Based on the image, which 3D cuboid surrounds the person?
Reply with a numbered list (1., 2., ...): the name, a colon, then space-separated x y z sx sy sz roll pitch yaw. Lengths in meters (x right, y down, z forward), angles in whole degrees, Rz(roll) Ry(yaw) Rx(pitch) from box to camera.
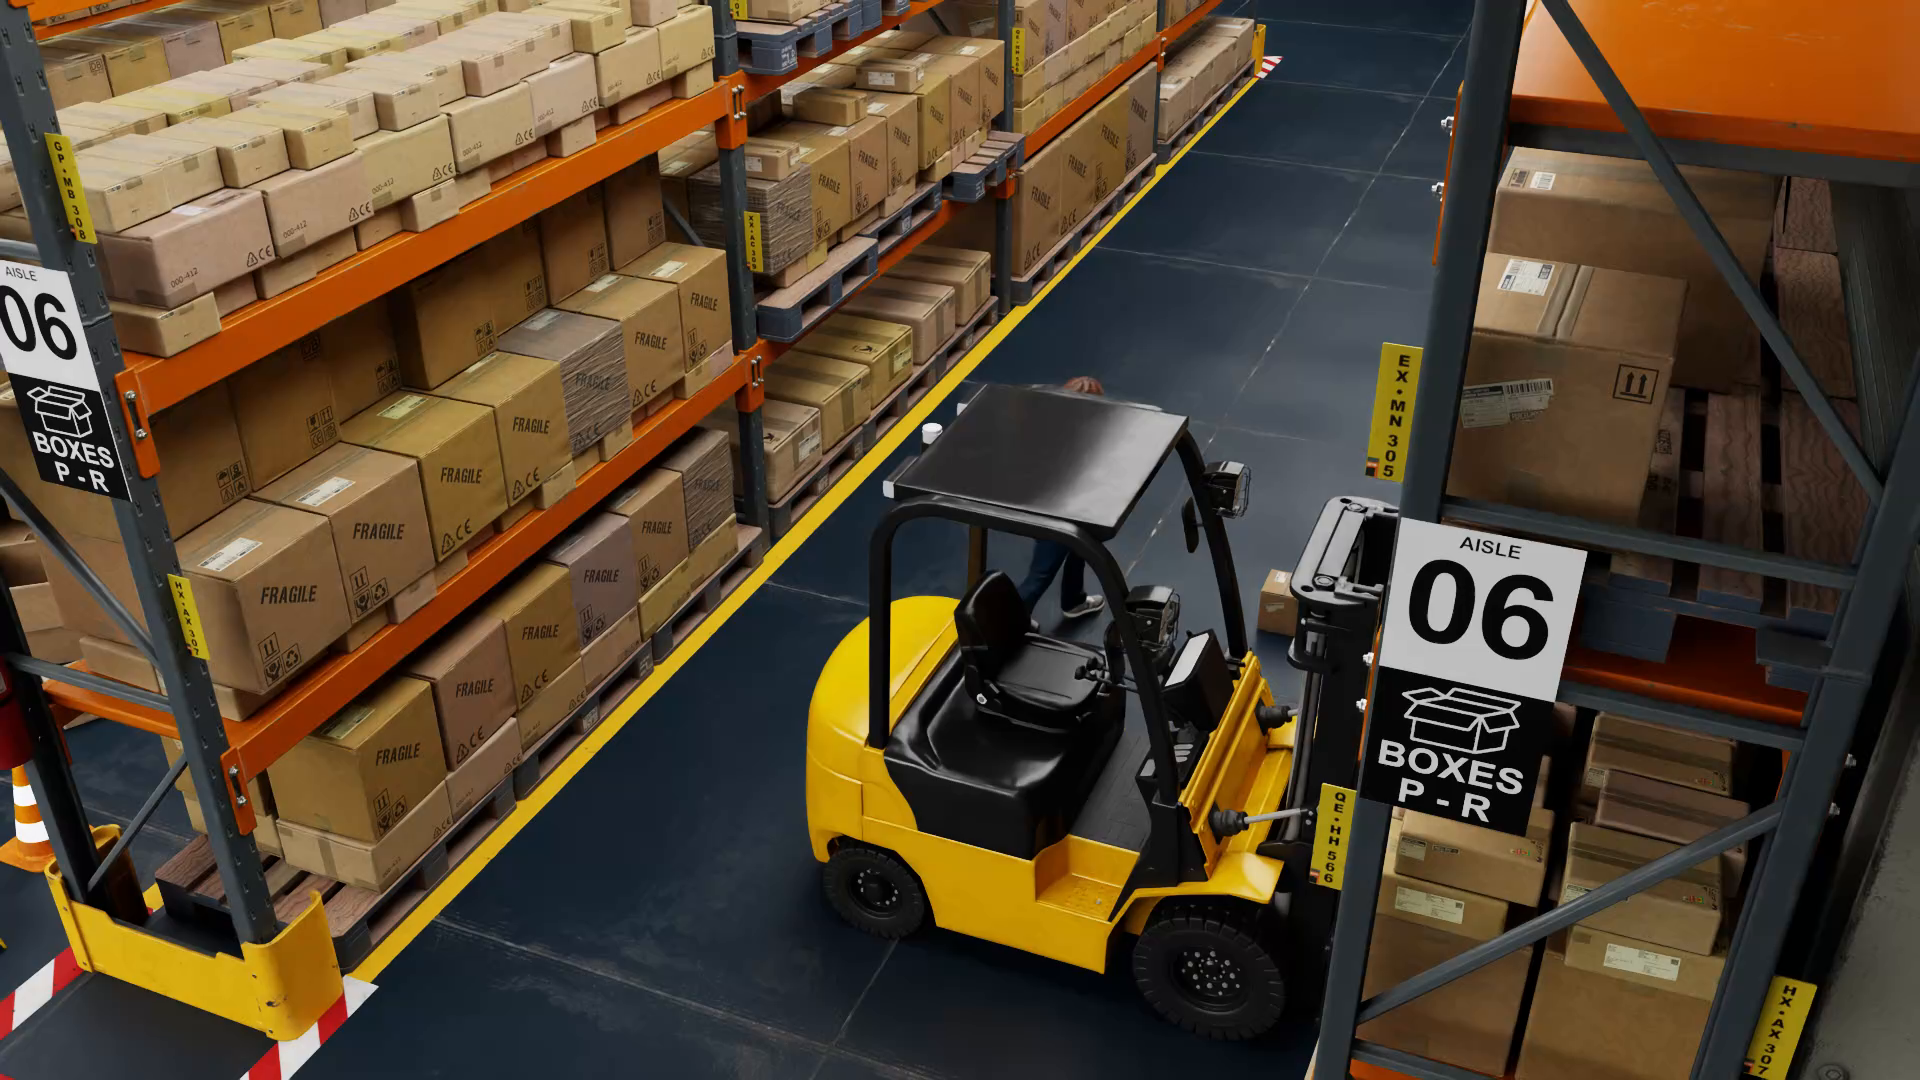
1. person: 0.509 -0.144 8.665 0.731 1.540 0.529 -7 31 -12
